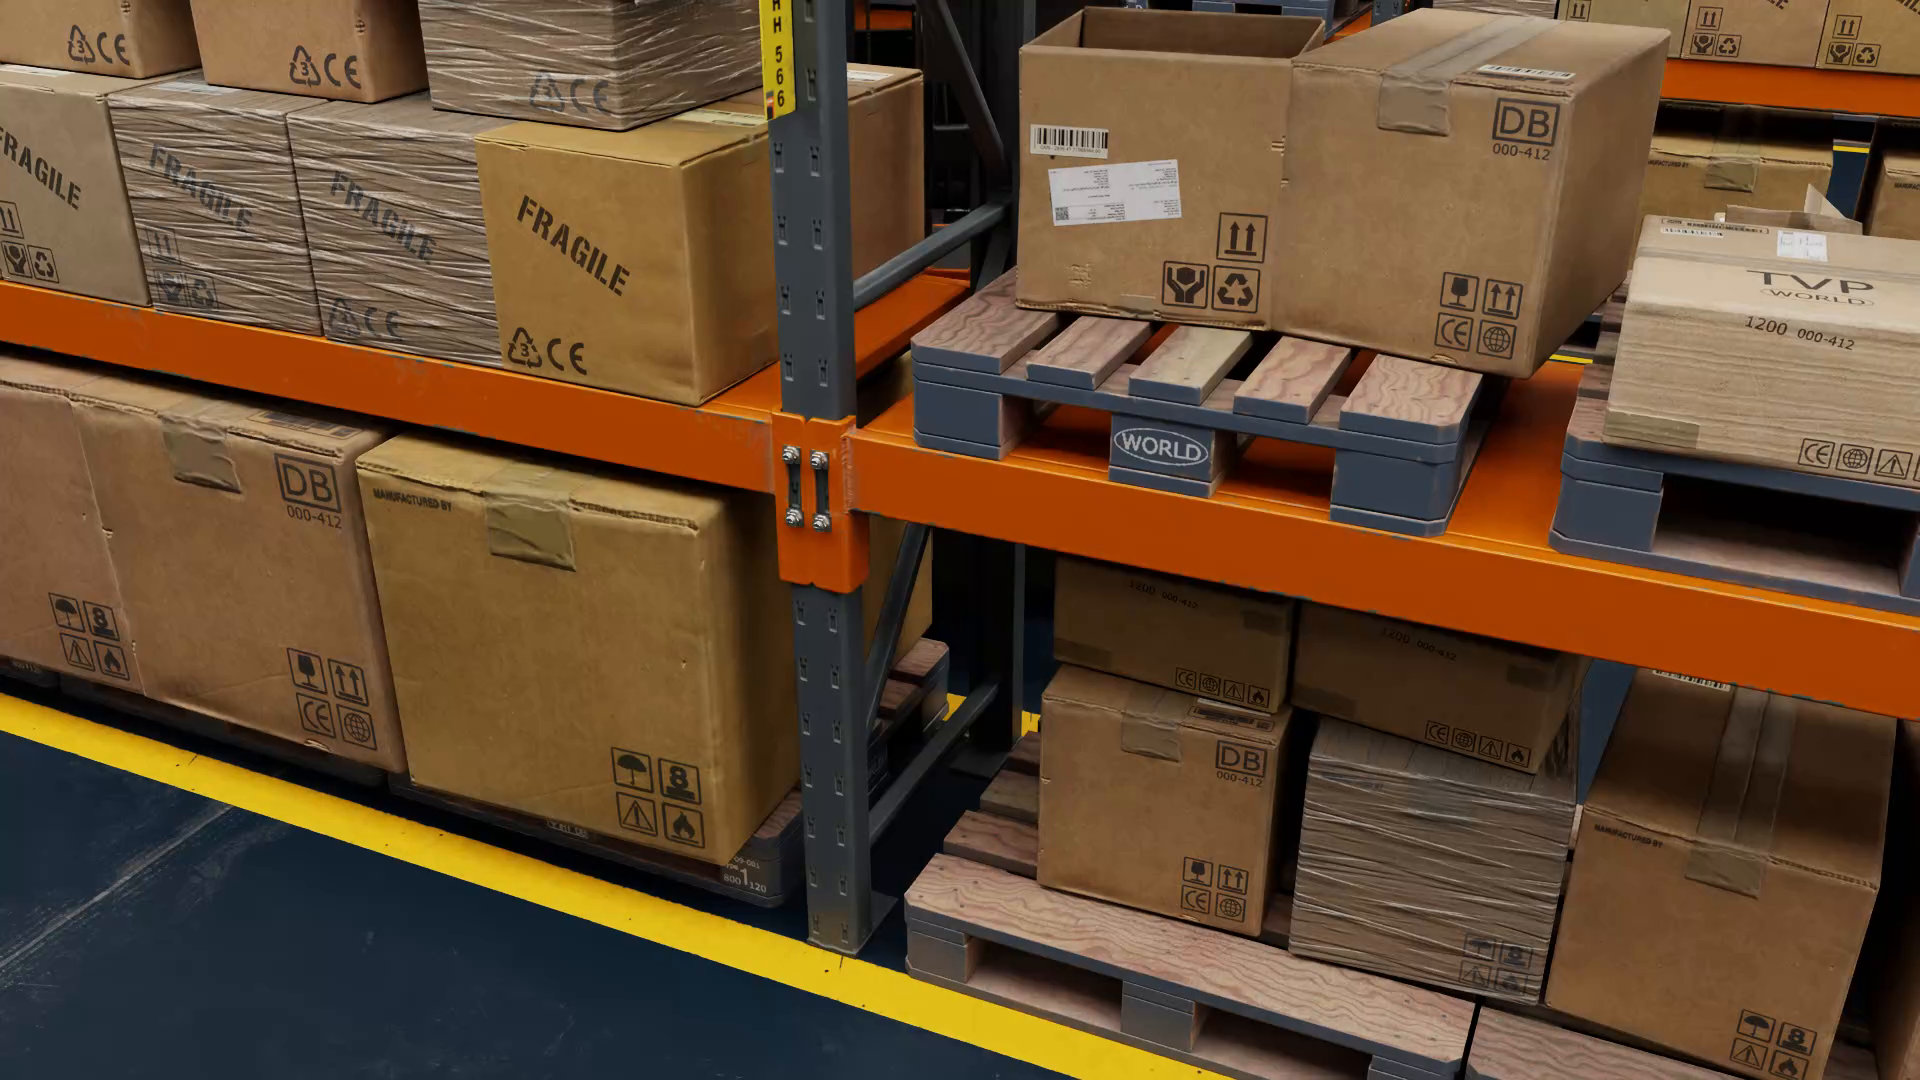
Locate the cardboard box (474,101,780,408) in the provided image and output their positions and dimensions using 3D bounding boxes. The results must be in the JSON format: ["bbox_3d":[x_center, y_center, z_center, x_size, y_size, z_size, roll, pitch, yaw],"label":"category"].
[{"bbox_3d":[-0.641,-0.634,3.529,0.500,0.500,0.500,12,29,23],"label":"cardboard box"}]

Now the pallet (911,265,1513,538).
[{"bbox_3d":[0.603,-0.425,3.435,1.003,0.211,1.213,11,28,22],"label":"pallet"}]

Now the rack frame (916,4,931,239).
[{"bbox_3d":[-0.102,-0.605,4.567,0.015,2.100,0.400,2,28,2],"label":"rack frame"}]

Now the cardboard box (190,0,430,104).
[{"bbox_3d":[-1.340,-1.354,3.855,0.637,0.503,0.797,12,29,23],"label":"cardboard box"}]

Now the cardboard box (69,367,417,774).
[{"bbox_3d":[-1.517,-0.134,4.557,0.875,0.875,1.225,11,28,22],"label":"cardboard box"}]

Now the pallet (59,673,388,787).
[{"bbox_3d":[-1.882,0.254,4.994,1.213,0.211,1.003,11,28,22],"label":"pallet"}]

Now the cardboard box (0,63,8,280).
[{"bbox_3d":[-2.502,-1.007,4.286,0.500,0.500,0.500,11,28,21],"label":"cardboard box"}]

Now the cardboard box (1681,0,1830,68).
[{"bbox_3d":[3.276,-2.244,6.800,0.500,0.500,0.500,11,28,22],"label":"cardboard box"}]

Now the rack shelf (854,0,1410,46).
[{"bbox_3d":[0.235,-2.617,8.485,4.000,0.370,1.077,11,28,22],"label":"rack shelf"}]

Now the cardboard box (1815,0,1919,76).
[{"bbox_3d":[3.728,-2.152,6.613,0.500,0.500,0.500,11,28,21],"label":"cardboard box"}]

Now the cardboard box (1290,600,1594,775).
[{"bbox_3d":[1.020,0.192,3.446,0.500,0.250,0.500,15,30,28],"label":"cardboard box"}]

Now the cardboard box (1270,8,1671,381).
[{"bbox_3d":[0.968,-0.687,3.162,0.500,0.500,0.700,16,30,29],"label":"cardboard box"}]

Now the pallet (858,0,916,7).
[{"bbox_3d":[0.237,-2.834,8.327,1.213,0.211,1.003,11,28,22],"label":"pallet"}]

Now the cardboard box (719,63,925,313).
[{"bbox_3d":[-0.419,-0.842,3.951,0.500,0.500,0.500,12,29,23],"label":"cardboard box"}]

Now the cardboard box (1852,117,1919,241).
[{"bbox_3d":[4.218,-1.277,7.020,0.750,0.750,1.050,11,28,22],"label":"cardboard box"}]

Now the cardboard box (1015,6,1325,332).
[{"bbox_3d":[0.419,-0.749,3.287,0.500,0.500,0.500,8,27,15],"label":"cardboard box"}]

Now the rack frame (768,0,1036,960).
[{"bbox_3d":[-0.089,-0.599,3.570,0.127,3.000,1.000,11,28,22],"label":"rack frame"}]

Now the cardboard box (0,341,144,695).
[{"bbox_3d":[-2.326,-0.293,4.879,0.875,0.875,1.225,10,28,20],"label":"cardboard box"}]

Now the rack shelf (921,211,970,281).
[{"bbox_3d":[0.141,-0.585,4.565,0.480,0.518,0.431,2,28,2],"label":"rack shelf"}]

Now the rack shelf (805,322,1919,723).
[{"bbox_3d":[1.731,0.090,2.986,4.000,0.370,1.077,11,28,22],"label":"rack shelf"}]

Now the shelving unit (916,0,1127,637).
[{"bbox_3d":[0.141,-0.597,4.559,0.503,2.100,0.431,2,28,2],"label":"shelving unit"}]

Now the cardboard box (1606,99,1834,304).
[{"bbox_3d":[3.370,-1.448,7.366,0.750,0.750,1.050,12,29,23],"label":"cardboard box"}]

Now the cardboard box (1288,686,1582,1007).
[{"bbox_3d":[1.039,0.536,3.597,0.500,0.500,0.700,9,28,18],"label":"cardboard box"}]

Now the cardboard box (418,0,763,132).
[{"bbox_3d":[-0.748,-1.234,3.611,0.637,0.503,0.797,12,29,24],"label":"cardboard box"}]

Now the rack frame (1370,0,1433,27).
[{"bbox_3d":[2.056,-2.574,7.583,0.127,3.000,1.000,11,28,22],"label":"rack frame"}]

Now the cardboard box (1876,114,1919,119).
[{"bbox_3d":[6.520,-3.086,11.122,0.625,0.372,0.950,13,29,25],"label":"cardboard box"}]

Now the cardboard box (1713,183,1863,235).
[{"bbox_3d":[1.540,-0.530,3.108,0.258,0.266,0.396,11,28,20],"label":"cardboard box"}]

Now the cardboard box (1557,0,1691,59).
[{"bbox_3d":[2.817,-2.337,6.987,0.500,0.500,0.500,11,28,21],"label":"cardboard box"}]

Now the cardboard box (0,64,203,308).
[{"bbox_3d":[-2.029,-0.915,4.099,0.500,0.500,0.500,12,29,23],"label":"cardboard box"}]

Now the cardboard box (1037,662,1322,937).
[{"bbox_3d":[0.529,0.440,3.792,0.500,0.500,0.700,10,28,19],"label":"cardboard box"}]

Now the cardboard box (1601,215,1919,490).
[{"bbox_3d":[1.341,-0.321,2.700,0.500,0.250,0.500,11,28,20],"label":"cardboard box"}]

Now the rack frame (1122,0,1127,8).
[{"bbox_3d":[0.385,-0.588,4.551,0.015,2.100,0.400,2,28,2],"label":"rack frame"}]

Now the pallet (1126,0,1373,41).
[{"bbox_3d":[1.363,-2.576,7.803,1.003,0.211,1.213,11,28,22],"label":"pallet"}]

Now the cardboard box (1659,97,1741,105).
[{"bbox_3d":[5.198,-3.354,11.665,0.625,0.372,0.950,11,28,21],"label":"cardboard box"}]

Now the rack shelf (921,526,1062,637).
[{"bbox_3d":[0.131,0.034,4.893,0.480,0.518,0.431,2,28,2],"label":"rack shelf"}]

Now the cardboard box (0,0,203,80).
[{"bbox_3d":[-1.954,-1.474,4.099,0.637,0.503,0.797,12,29,23],"label":"cardboard box"}]

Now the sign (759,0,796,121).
[{"bbox_3d":[-0.316,-0.894,2.860,0.005,0.325,0.100,11,28,22],"label":"sign"}]

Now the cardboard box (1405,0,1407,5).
[{"bbox_3d":[3.418,-3.978,12.364,0.875,0.875,0.875,11,28,21],"label":"cardboard box"}]

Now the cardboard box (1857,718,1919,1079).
[{"bbox_3d":[2.066,0.739,3.185,0.500,0.500,0.700,9,28,17],"label":"cardboard box"}]

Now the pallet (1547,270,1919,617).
[{"bbox_3d":[1.730,-0.167,2.911,1.213,0.211,1.003,11,28,22],"label":"pallet"}]

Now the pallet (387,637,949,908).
[{"bbox_3d":[-0.776,0.478,4.540,1.213,0.211,1.003,11,28,22],"label":"pallet"}]

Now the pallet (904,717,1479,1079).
[{"bbox_3d":[0.621,0.796,3.894,1.213,0.211,1.003,11,28,22],"label":"pallet"}]

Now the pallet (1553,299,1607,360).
[{"bbox_3d":[2.742,-1.149,7.845,1.213,0.211,1.003,11,28,22],"label":"pallet"}]

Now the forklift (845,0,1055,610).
[{"bbox_3d":[-0.167,-1.703,5.891,1.130,2.935,3.031,-4,26,-8],"label":"forklift"}]

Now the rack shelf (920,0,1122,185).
[{"bbox_3d":[0.152,-1.203,4.237,0.480,0.518,0.431,2,28,2],"label":"rack shelf"}]

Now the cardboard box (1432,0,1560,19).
[{"bbox_3d":[2.353,-2.429,7.174,0.500,0.500,0.500,12,29,22],"label":"cardboard box"}]

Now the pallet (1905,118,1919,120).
[{"bbox_3d":[6.945,-2.743,11.082,1.213,0.211,1.003,11,28,22],"label":"pallet"}]

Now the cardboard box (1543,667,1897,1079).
[{"bbox_3d":[1.558,0.637,3.392,0.500,0.500,0.700,14,29,26],"label":"cardboard box"}]

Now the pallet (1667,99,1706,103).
[{"bbox_3d":[4.723,-3.189,11.988,1.213,0.211,1.003,11,28,22],"label":"pallet"}]

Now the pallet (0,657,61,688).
[{"bbox_3d":[-2.997,0.032,5.446,1.213,0.211,1.003,11,28,22],"label":"pallet"}]

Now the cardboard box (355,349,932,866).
[{"bbox_3d":[-0.709,0.032,4.220,0.875,0.875,1.225,10,28,19],"label":"cardboard box"}]

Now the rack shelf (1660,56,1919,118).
[{"bbox_3d":[3.876,-1.886,6.999,4.000,0.370,1.077,11,28,22],"label":"rack shelf"}]

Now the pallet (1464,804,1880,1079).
[{"bbox_3d":[1.728,1.020,3.440,1.213,0.211,1.003,11,28,22],"label":"pallet"}]

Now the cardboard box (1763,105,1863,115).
[{"bbox_3d":[5.886,-3.213,11.379,0.625,0.372,0.950,12,29,23],"label":"cardboard box"}]

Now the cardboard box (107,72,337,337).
[{"bbox_3d":[-1.567,-0.821,3.909,0.500,0.500,0.500,10,28,20],"label":"cardboard box"}]

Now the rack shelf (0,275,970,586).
[{"bbox_3d":[-1.910,-0.642,4.472,4.000,0.370,1.077,11,28,22],"label":"rack shelf"}]

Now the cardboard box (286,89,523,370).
[{"bbox_3d":[-1.093,-0.728,3.719,0.500,0.500,0.500,11,28,21],"label":"cardboard box"}]

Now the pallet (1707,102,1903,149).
[{"bbox_3d":[5.830,-2.965,11.534,1.213,0.211,1.003,11,28,22],"label":"pallet"}]

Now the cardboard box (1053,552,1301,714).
[{"bbox_3d":[0.533,0.099,3.635,0.500,0.250,0.500,13,29,24],"label":"cardboard box"}]
